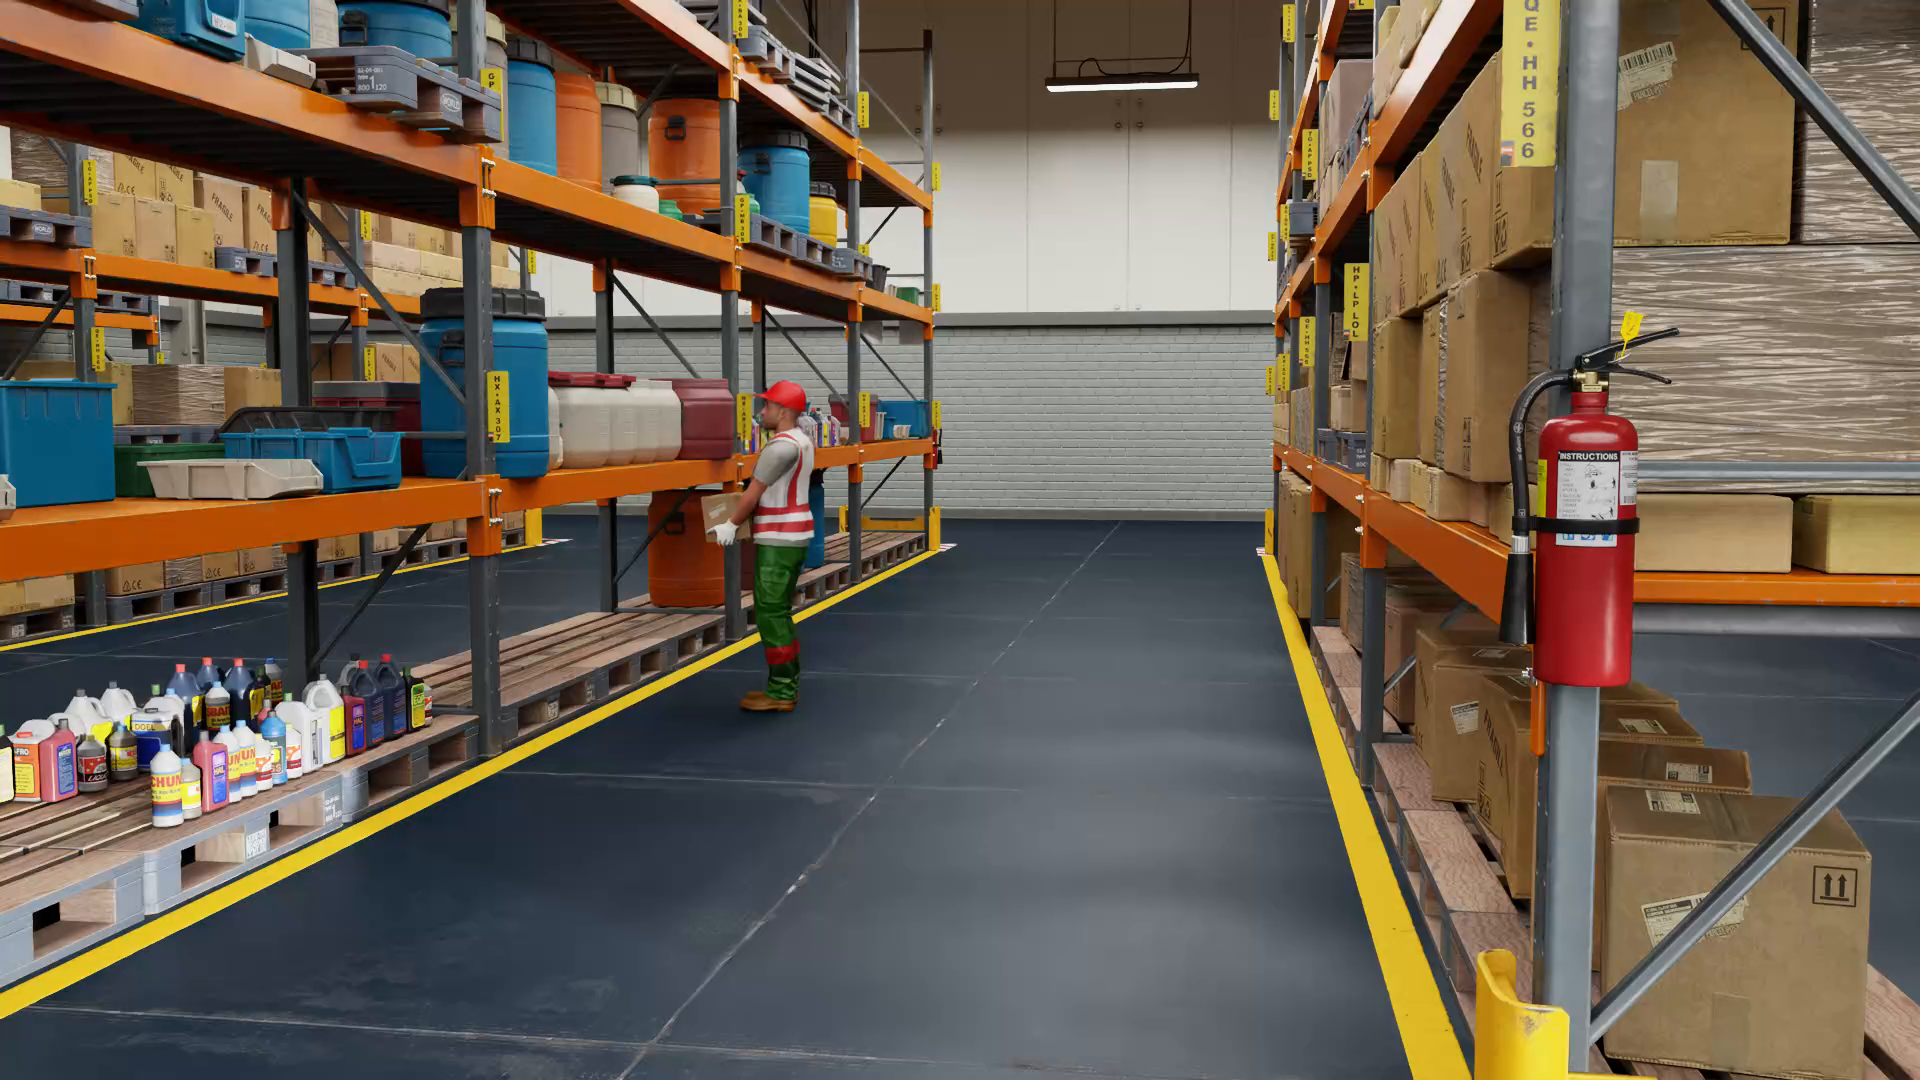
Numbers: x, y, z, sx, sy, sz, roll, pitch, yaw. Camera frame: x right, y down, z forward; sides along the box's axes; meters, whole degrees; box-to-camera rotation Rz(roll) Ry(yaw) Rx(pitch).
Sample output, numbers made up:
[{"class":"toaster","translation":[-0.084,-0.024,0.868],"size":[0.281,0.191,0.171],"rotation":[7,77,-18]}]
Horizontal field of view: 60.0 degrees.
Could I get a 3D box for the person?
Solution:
[{"class":"person","translation":[-1.070,0.029,9.086],"size":[0.574,1.782,0.493],"rotation":[1,4,9]}]
